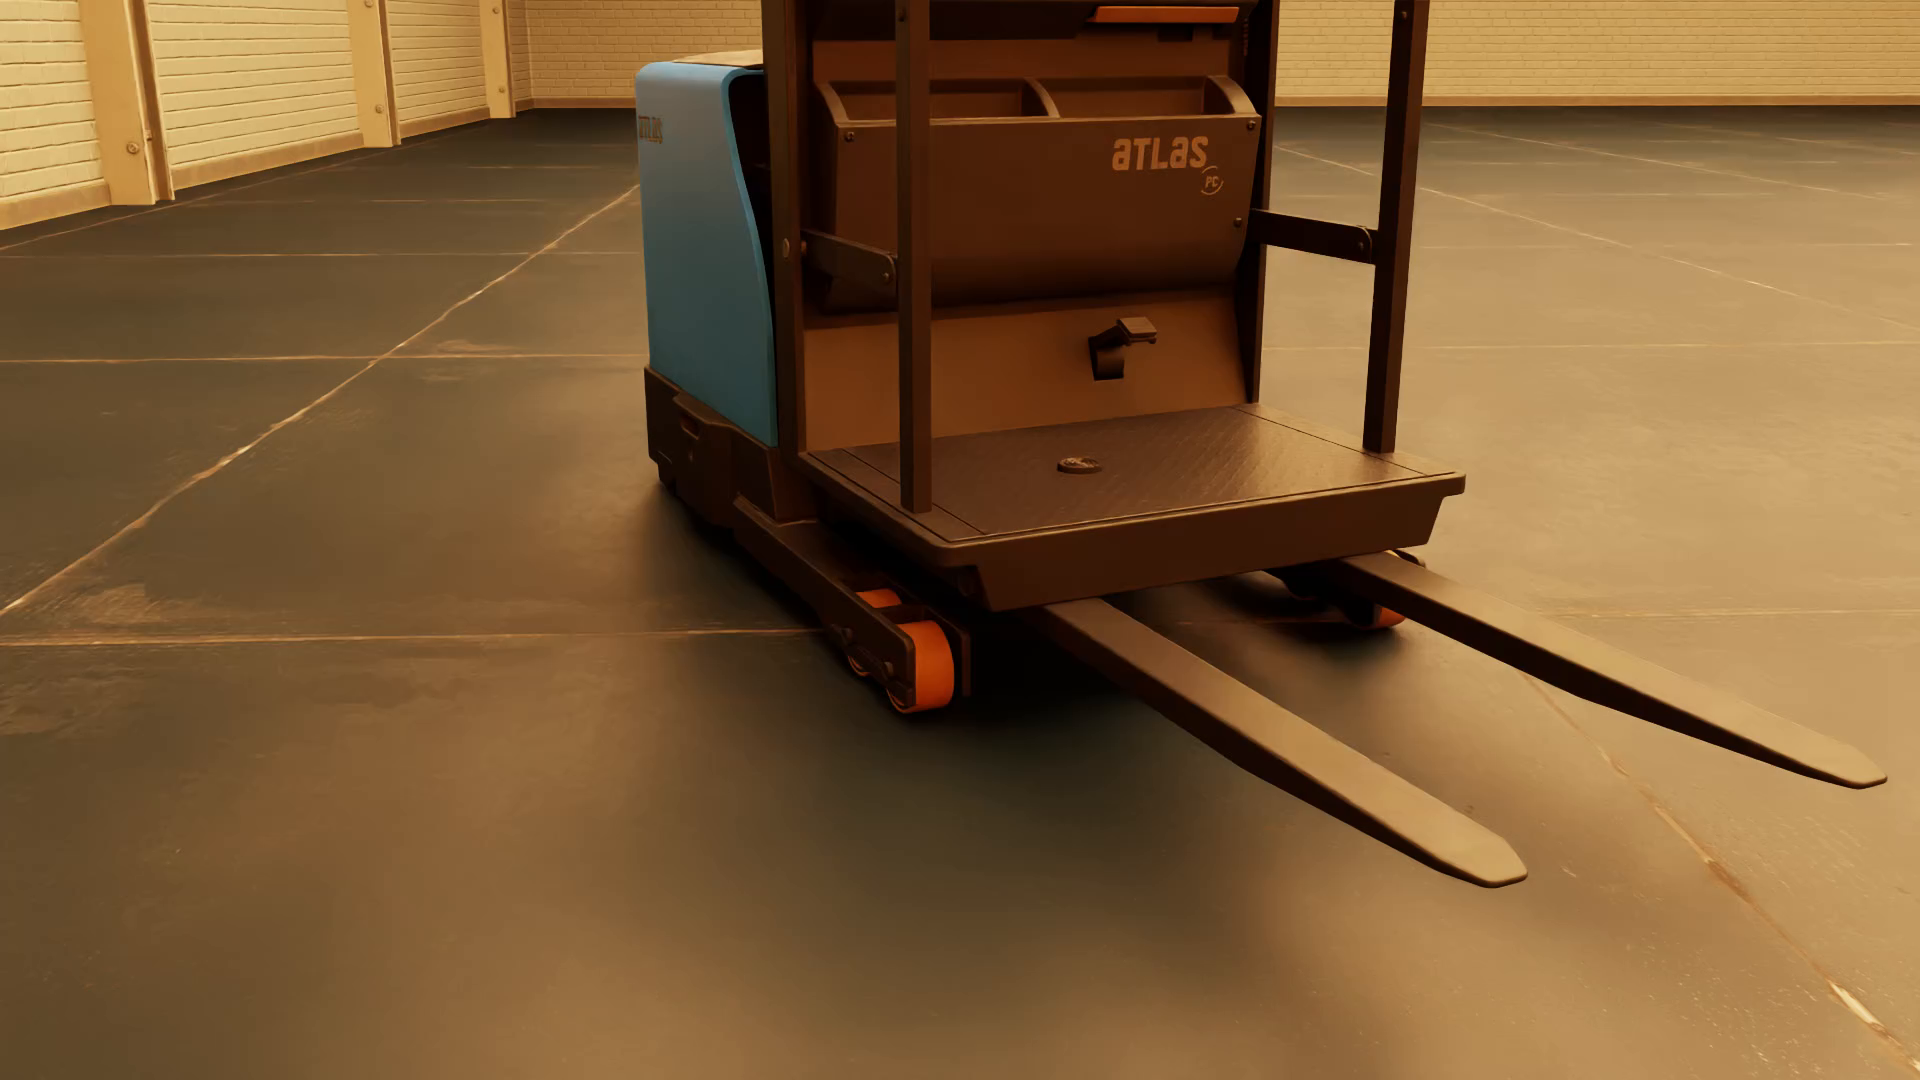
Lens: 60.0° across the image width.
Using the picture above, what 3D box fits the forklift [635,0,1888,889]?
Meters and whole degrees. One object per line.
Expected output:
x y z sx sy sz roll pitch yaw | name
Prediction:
0.258 -1.240 2.962 1.130 2.935 3.031 -8 19 -24 | forklift
